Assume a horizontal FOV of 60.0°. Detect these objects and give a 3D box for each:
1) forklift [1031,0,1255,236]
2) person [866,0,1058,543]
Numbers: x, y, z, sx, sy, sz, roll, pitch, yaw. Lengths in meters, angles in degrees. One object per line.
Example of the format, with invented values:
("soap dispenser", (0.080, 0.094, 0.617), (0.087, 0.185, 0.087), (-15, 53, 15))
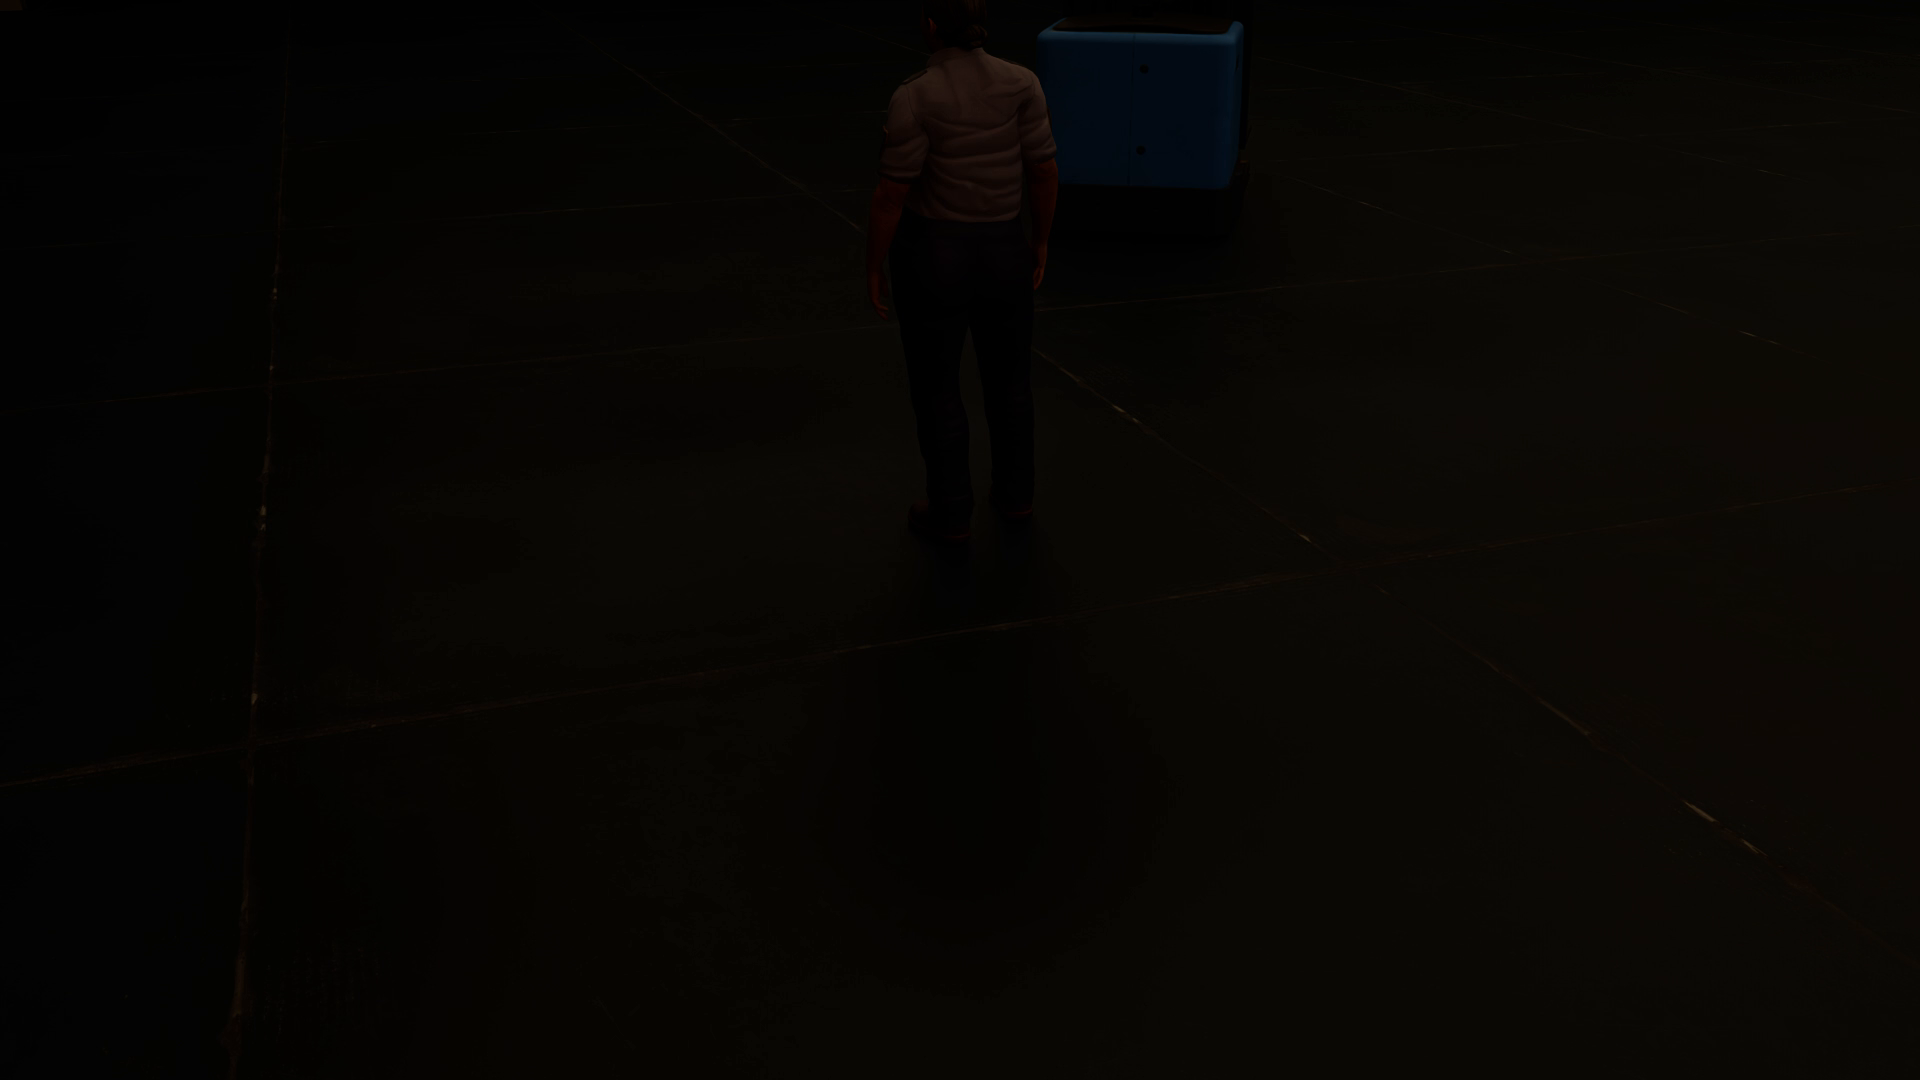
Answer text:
("forklift", (1.182, -3.476, 9.565), (1.130, 2.935, 3.031), (5, 23, 11))
("person", (-0.009, -0.802, 4.843), (0.598, 1.651, 0.502), (-8, 24, -18))
